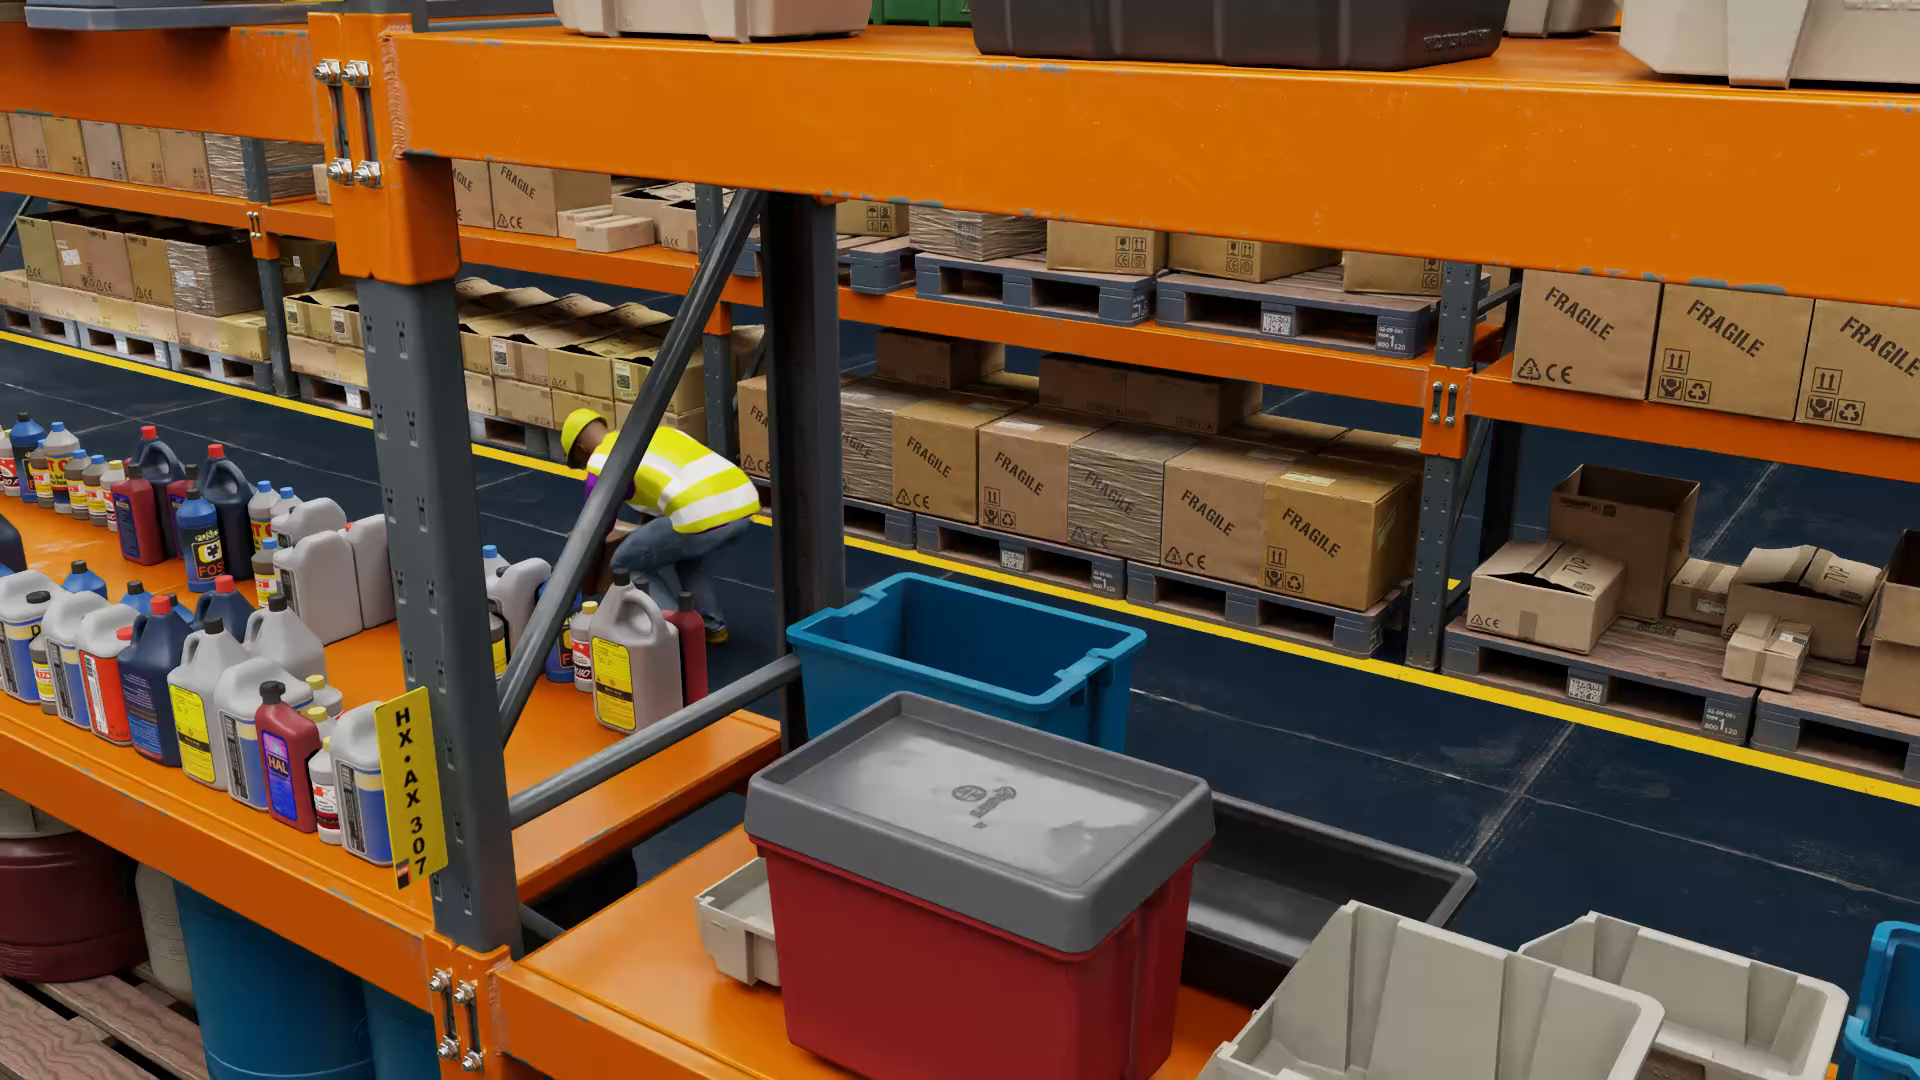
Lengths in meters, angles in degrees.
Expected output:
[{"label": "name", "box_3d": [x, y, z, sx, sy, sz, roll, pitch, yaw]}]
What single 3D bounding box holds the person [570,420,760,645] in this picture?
[{"label": "person", "box_3d": [-1.315, -0.009, 7.232, 0.919, 0.981, 0.523, 12, 23, 30]}]
